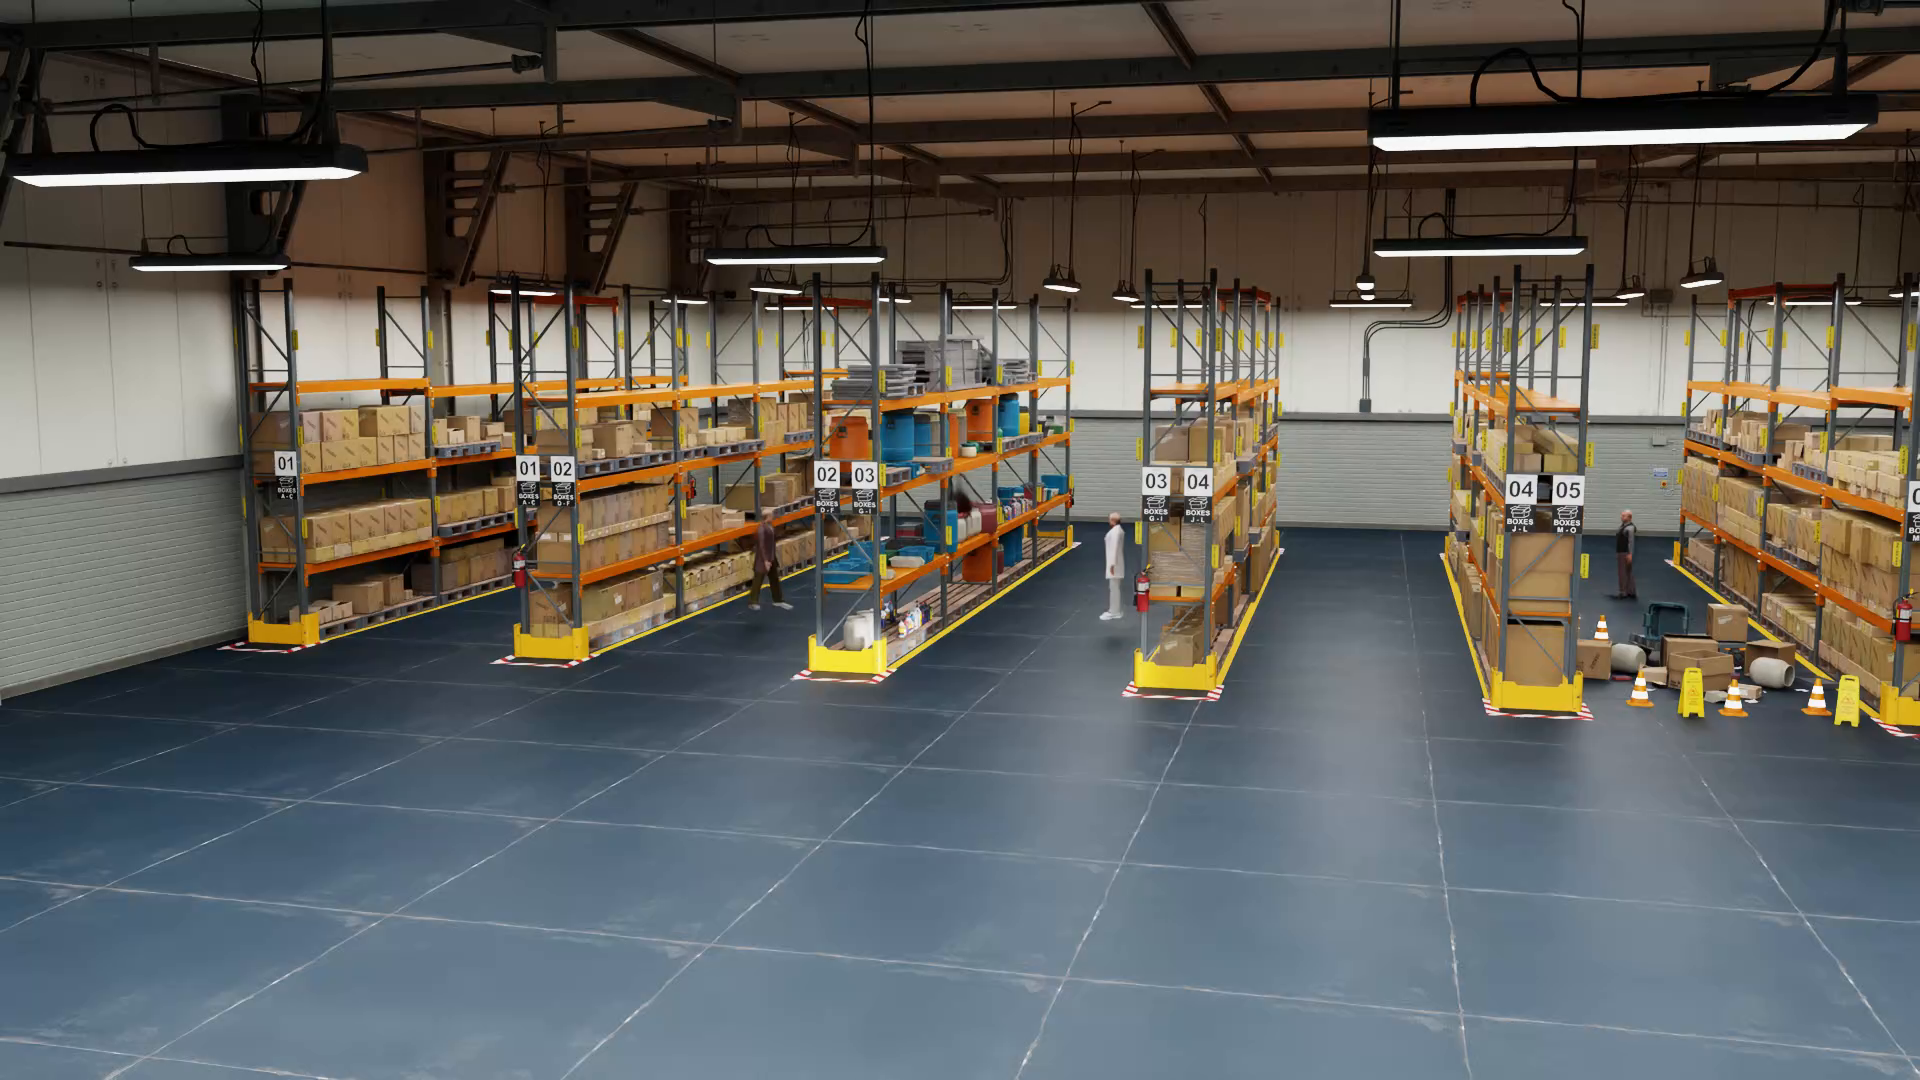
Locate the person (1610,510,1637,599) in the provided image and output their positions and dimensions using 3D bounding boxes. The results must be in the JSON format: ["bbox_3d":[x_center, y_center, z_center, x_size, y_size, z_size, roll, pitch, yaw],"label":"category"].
[{"bbox_3d":[12.964,0.277,32.382,0.441,1.725,0.550,4,8,32],"label":"person"}]

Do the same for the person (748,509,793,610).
[{"bbox_3d":[-3.363,0.353,29.167,0.615,1.809,0.726,3,7,21],"label":"person"}]

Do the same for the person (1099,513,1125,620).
[{"bbox_3d":[2.595,0.432,28.328,0.436,1.790,0.589,0,7,3],"label":"person"}]

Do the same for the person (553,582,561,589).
[{"bbox_3d":[-7.880,0.177,33.496,0.637,1.698,0.520,-5,9,-37],"label":"person"}]
